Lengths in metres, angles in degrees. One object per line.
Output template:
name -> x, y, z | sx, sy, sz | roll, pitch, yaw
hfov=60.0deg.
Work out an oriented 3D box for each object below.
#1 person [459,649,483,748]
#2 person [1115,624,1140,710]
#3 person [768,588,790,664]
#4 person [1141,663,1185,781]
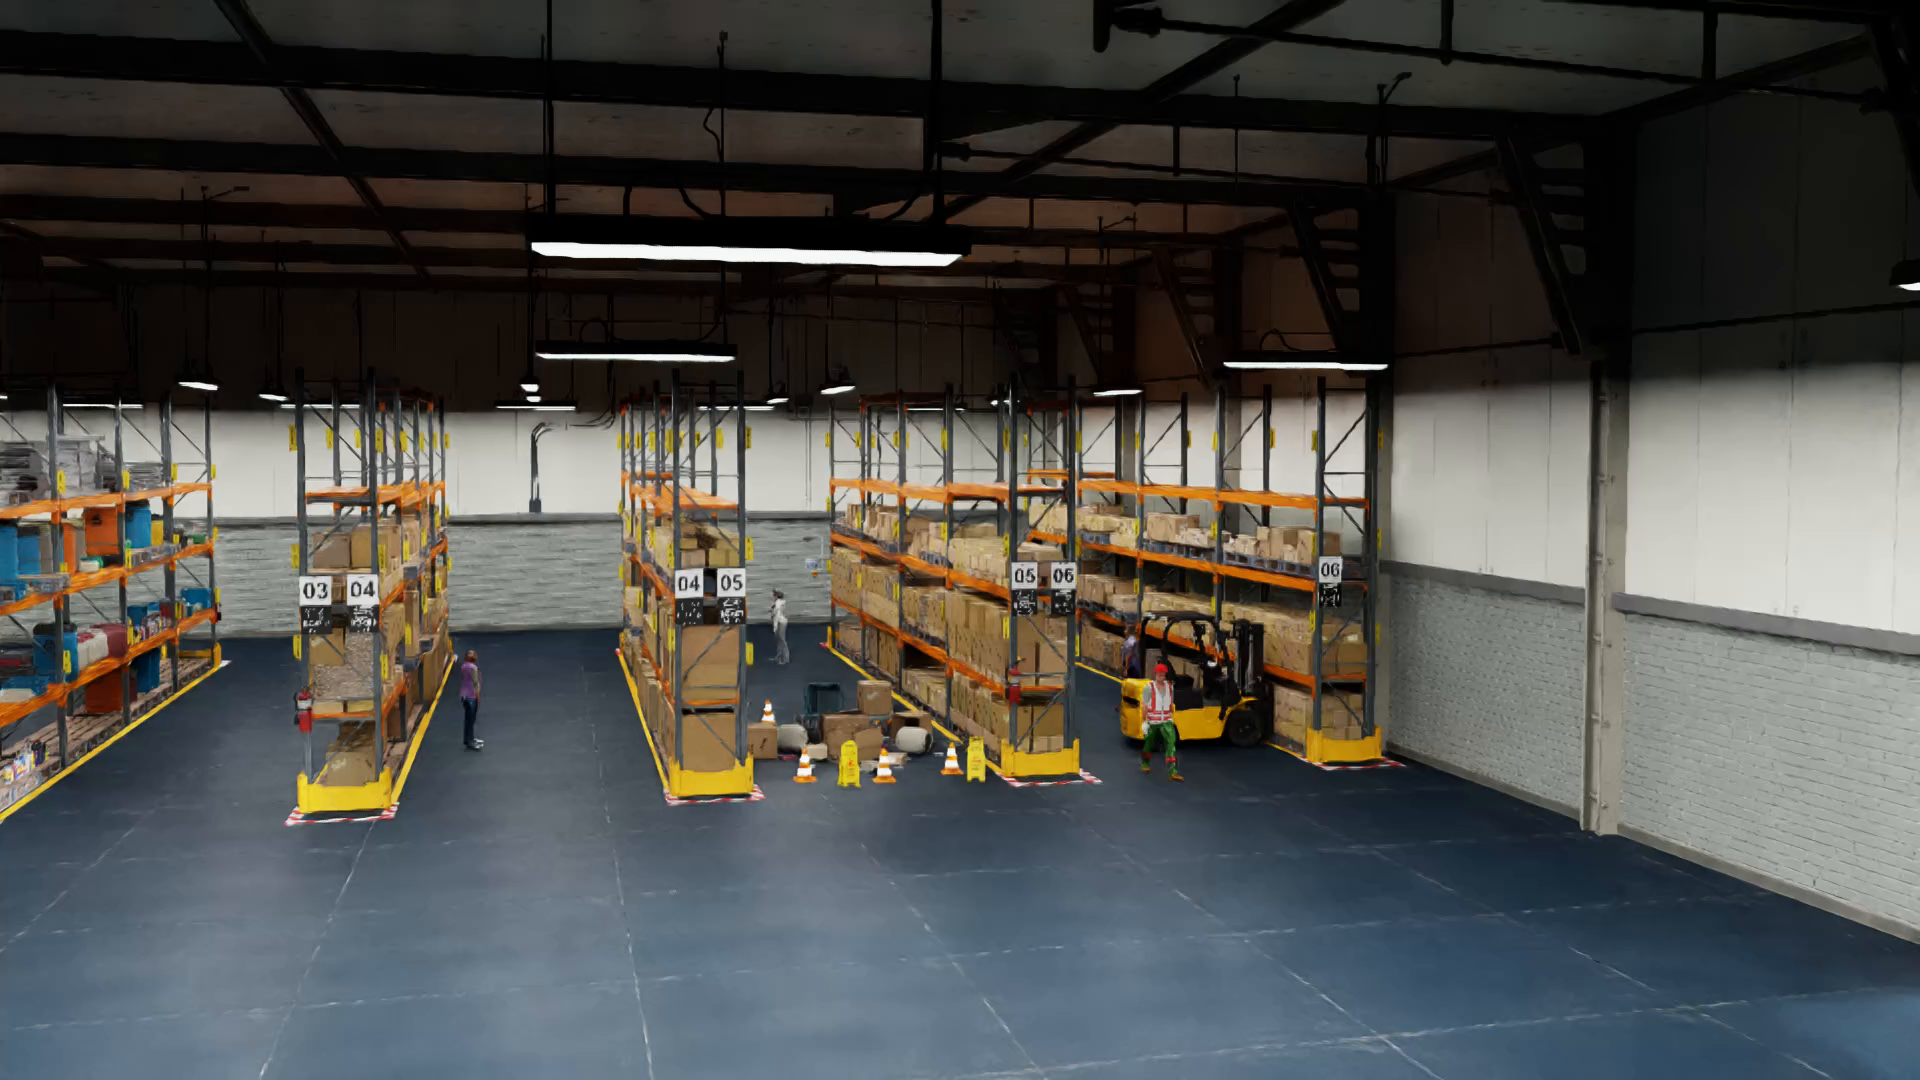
person -> -7.956, 2.573, 27.128 | 0.406, 1.600, 0.468 | -3, 5, -44
person -> 3.111, 2.358, 30.490 | 0.558, 1.624, 0.590 | 1, 3, 13
person -> -4.076, 1.931, 37.358 | 0.528, 1.658, 0.565 | 0, 3, 4
person -> 2.949, 2.666, 24.580 | 0.553, 1.709, 1.123 | -1, 3, -12
